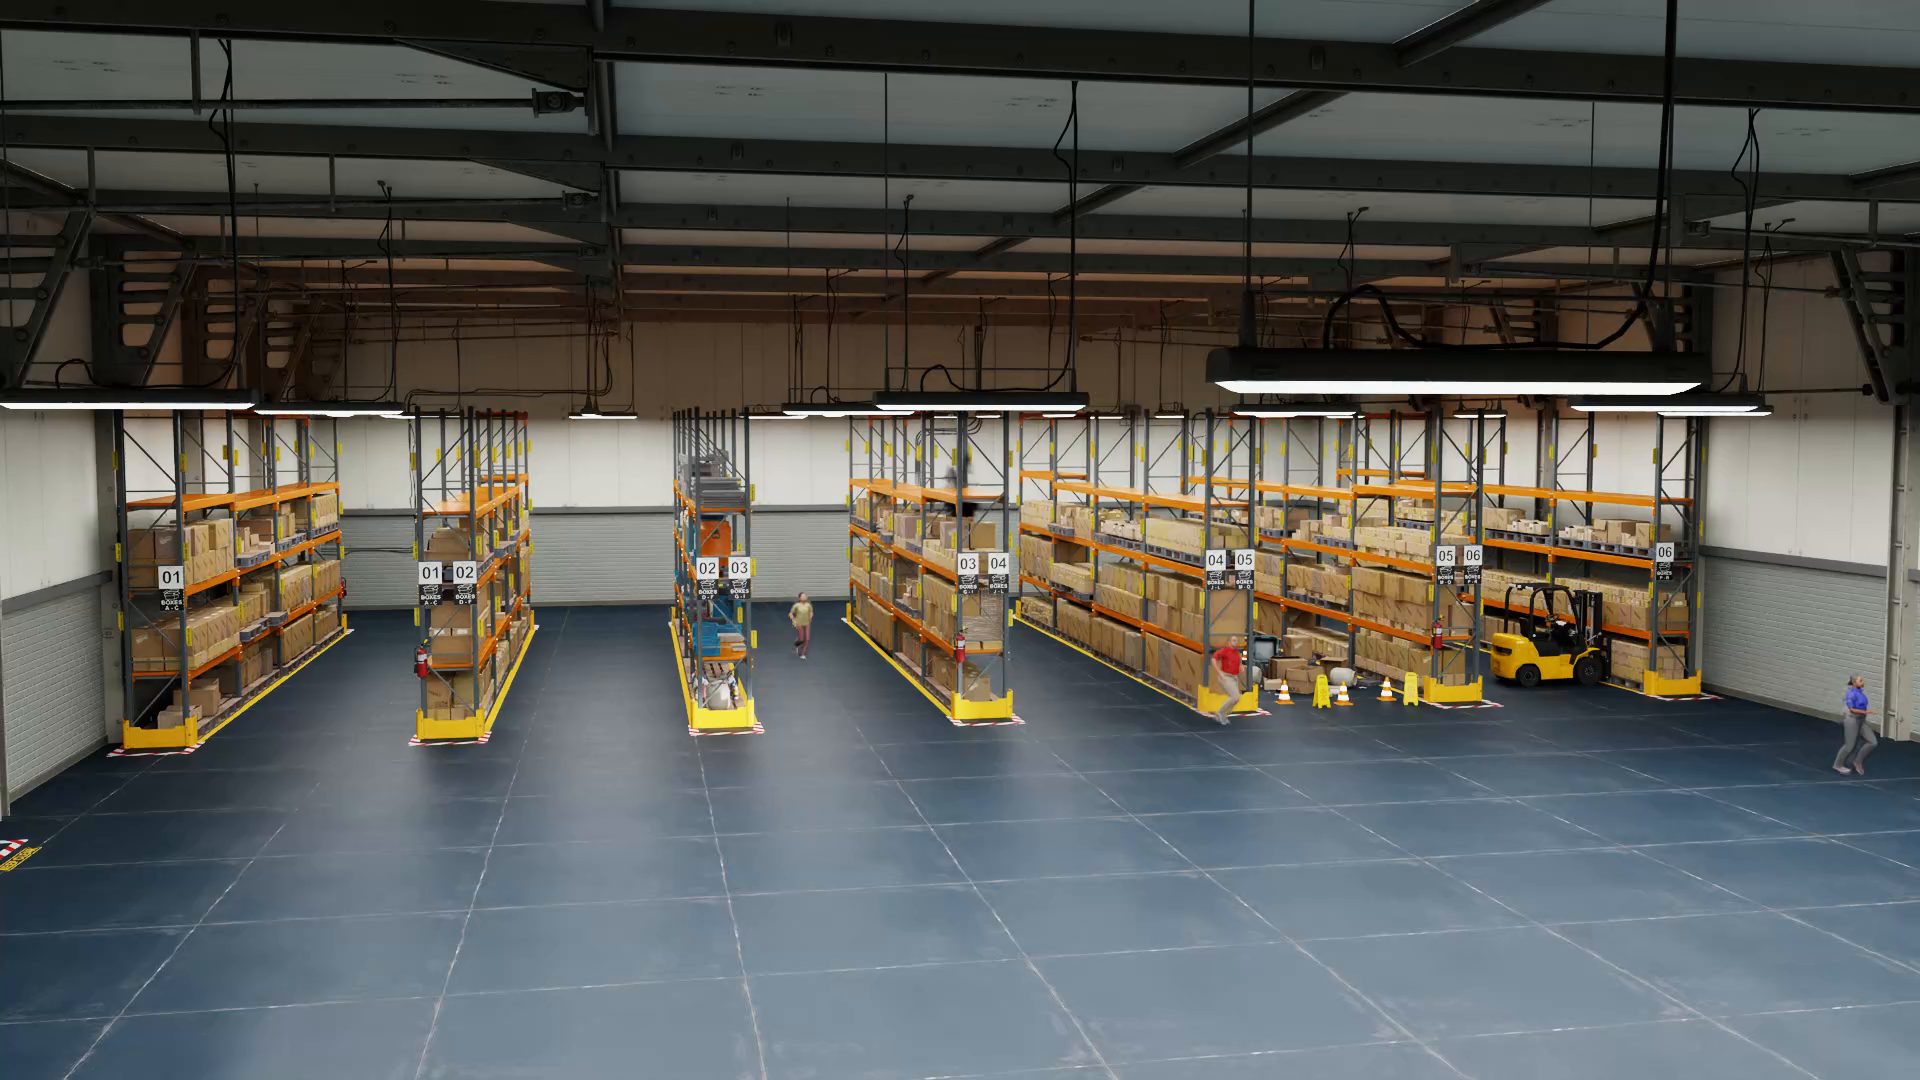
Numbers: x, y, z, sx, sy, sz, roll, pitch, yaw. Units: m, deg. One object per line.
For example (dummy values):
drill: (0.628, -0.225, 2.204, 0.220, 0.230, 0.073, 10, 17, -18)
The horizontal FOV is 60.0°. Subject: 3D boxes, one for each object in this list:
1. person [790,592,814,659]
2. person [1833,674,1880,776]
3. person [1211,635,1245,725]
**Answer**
person: (-3.795, 2.063, 40.125, 0.580, 1.621, 0.558, -2, 4, -23)
person: (14.507, 2.990, 26.868, 0.544, 1.664, 0.688, -3, 5, -33)
person: (5.102, 2.647, 31.388, 0.591, 1.700, 0.653, 3, 5, 41)
